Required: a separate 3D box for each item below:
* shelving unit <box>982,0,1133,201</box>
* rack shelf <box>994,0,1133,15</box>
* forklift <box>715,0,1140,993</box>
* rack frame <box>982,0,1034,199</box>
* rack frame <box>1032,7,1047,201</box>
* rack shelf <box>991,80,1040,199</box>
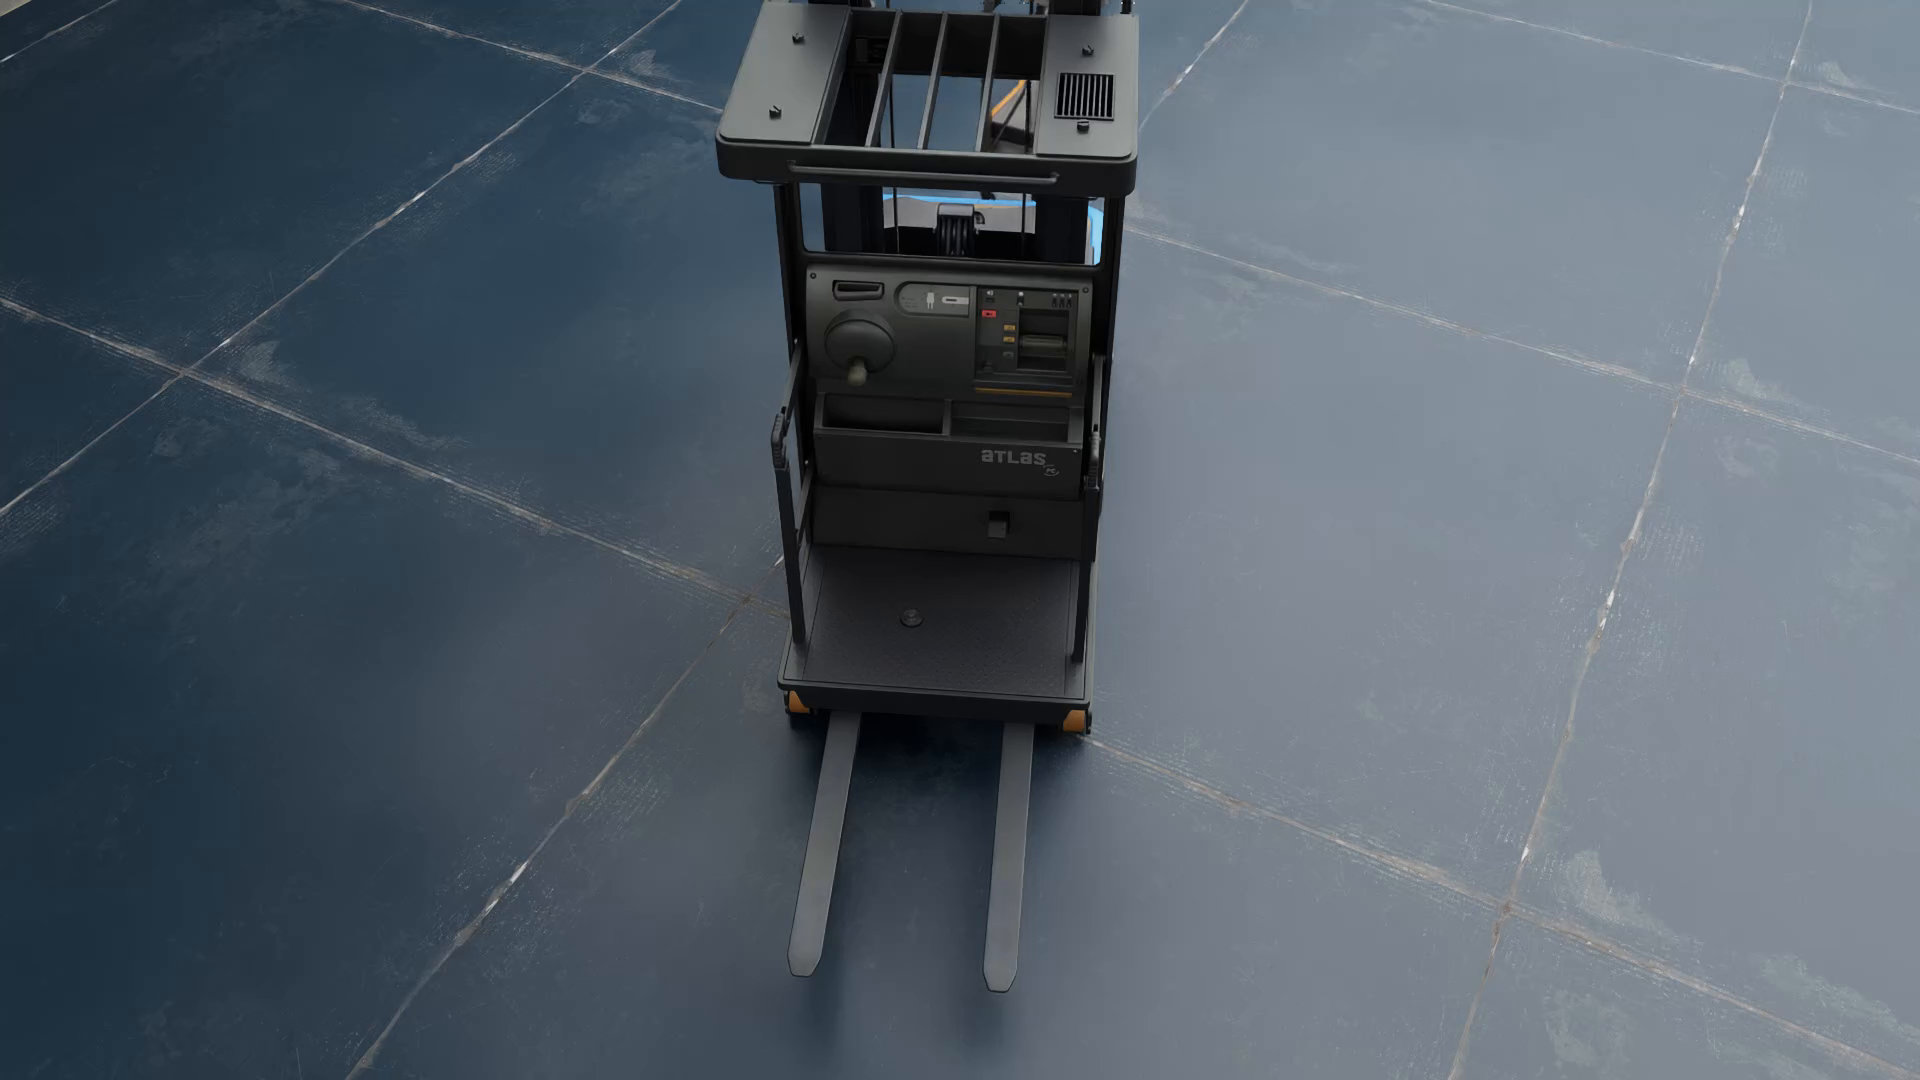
[{"bbox_3d":[0.384,-1.608,6.856,0.431,2.100,0.503,20,48,19],"label":"shelving unit"},{"bbox_3d":[0.384,-2.098,6.375,0.431,0.518,0.480,20,48,19],"label":"rack shelf"},{"bbox_3d":[-0.055,-0.587,5.270,1.130,2.935,3.031,4,45,4],"label":"forklift"},{"bbox_3d":[0.271,-1.456,6.702,0.400,2.100,0.015,20,48,19],"label":"rack frame"},{"bbox_3d":[0.498,-1.759,7.010,0.400,2.100,0.015,20,48,19],"label":"rack frame"},{"bbox_3d":[0.384,-1.598,6.865,0.431,0.518,0.480,20,48,19],"label":"rack shelf"}]
